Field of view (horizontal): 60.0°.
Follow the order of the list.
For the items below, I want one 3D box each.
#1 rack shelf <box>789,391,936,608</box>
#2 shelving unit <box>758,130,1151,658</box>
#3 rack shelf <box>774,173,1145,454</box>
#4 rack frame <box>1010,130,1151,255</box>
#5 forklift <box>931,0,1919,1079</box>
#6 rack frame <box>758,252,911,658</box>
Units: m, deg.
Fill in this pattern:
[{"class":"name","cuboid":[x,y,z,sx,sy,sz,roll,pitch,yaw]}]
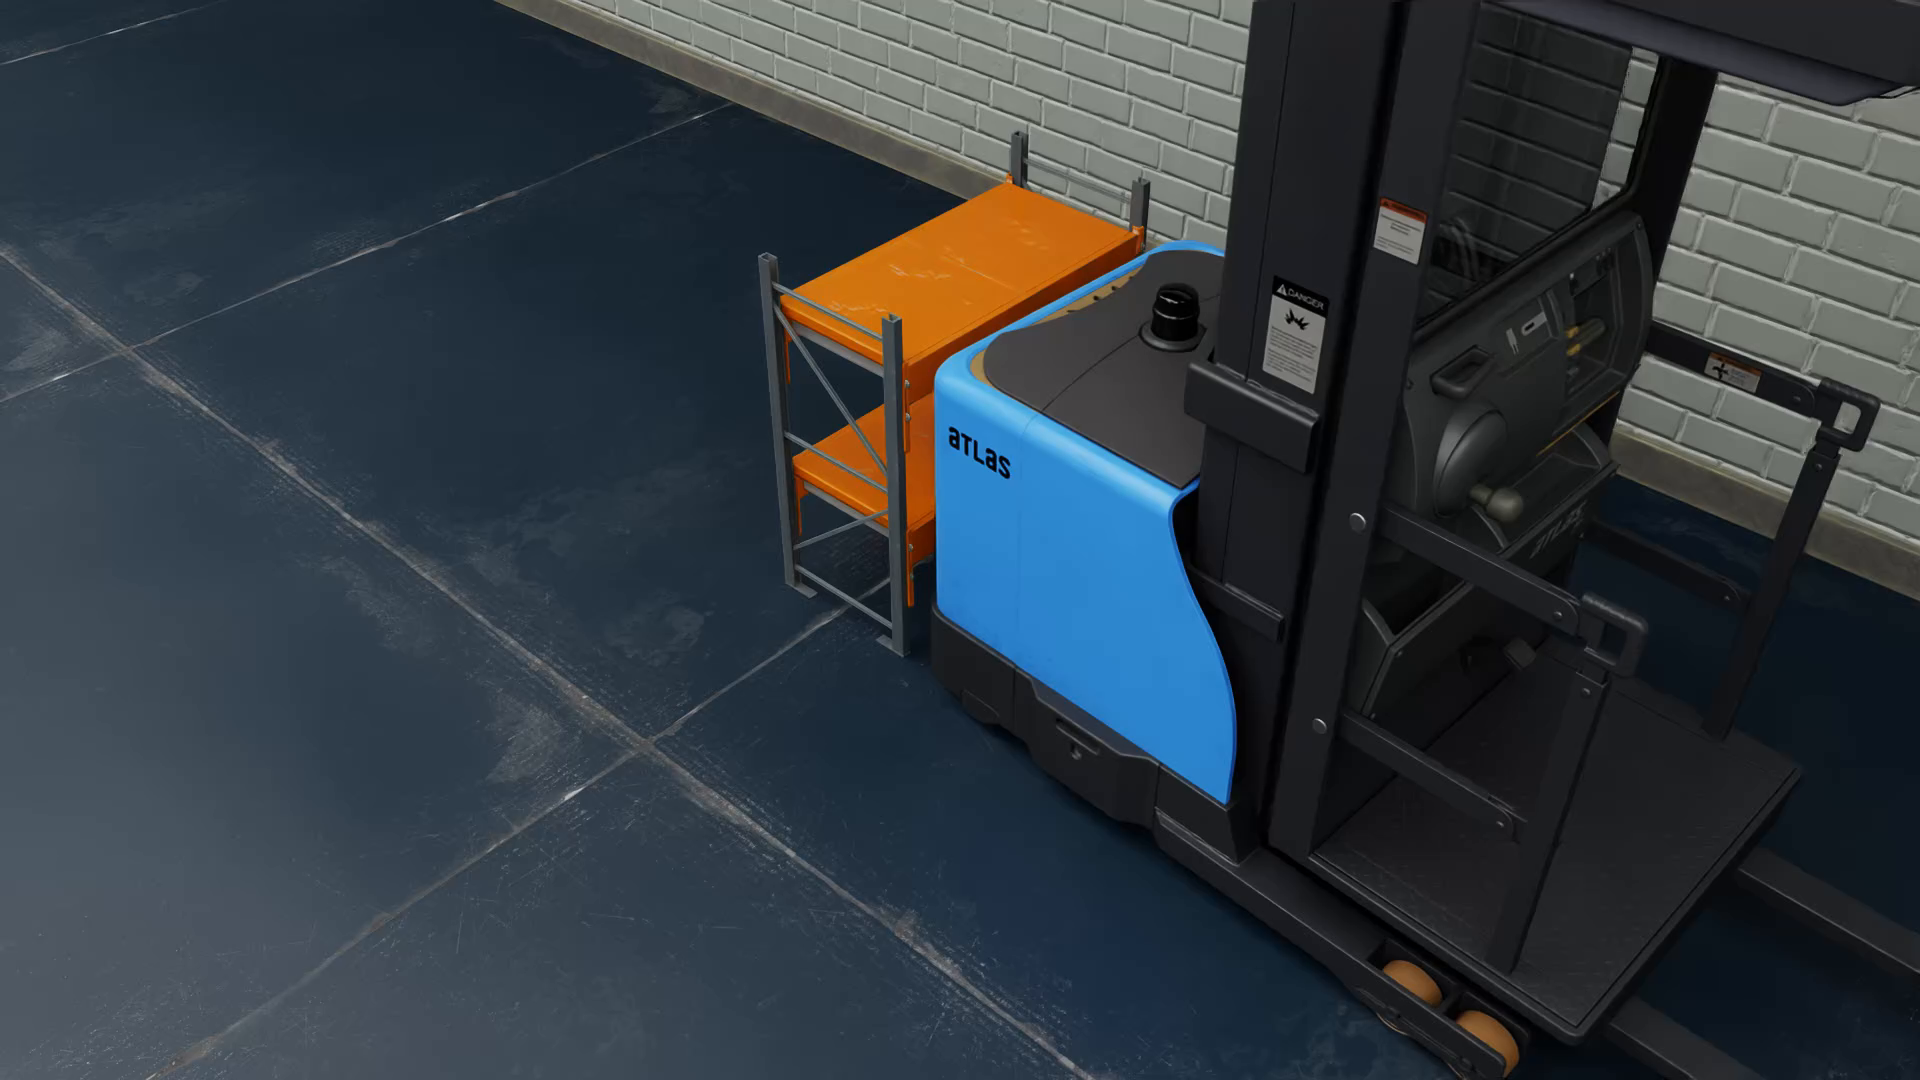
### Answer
[{"class":"rack shelf","cuboid":[0.005,-0.252,5.056,0.538,0.278,1.000,30,47,32]},{"class":"shelving unit","cuboid":[0.005,-0.443,4.904,0.538,1.125,1.048,30,47,32]},{"class":"rack shelf","cuboid":[0.005,-0.672,4.722,0.538,0.278,1.000,30,47,32]},{"class":"rack frame","cuboid":[0.348,-0.677,5.198,0.500,1.125,0.032,30,47,32]},{"class":"forklift","cuboid":[1.314,-0.296,3.267,1.130,2.935,3.031,-32,48,-33]},{"class":"rack frame","cuboid":[-0.338,-0.210,4.610,0.500,1.125,0.032,30,47,32]}]
